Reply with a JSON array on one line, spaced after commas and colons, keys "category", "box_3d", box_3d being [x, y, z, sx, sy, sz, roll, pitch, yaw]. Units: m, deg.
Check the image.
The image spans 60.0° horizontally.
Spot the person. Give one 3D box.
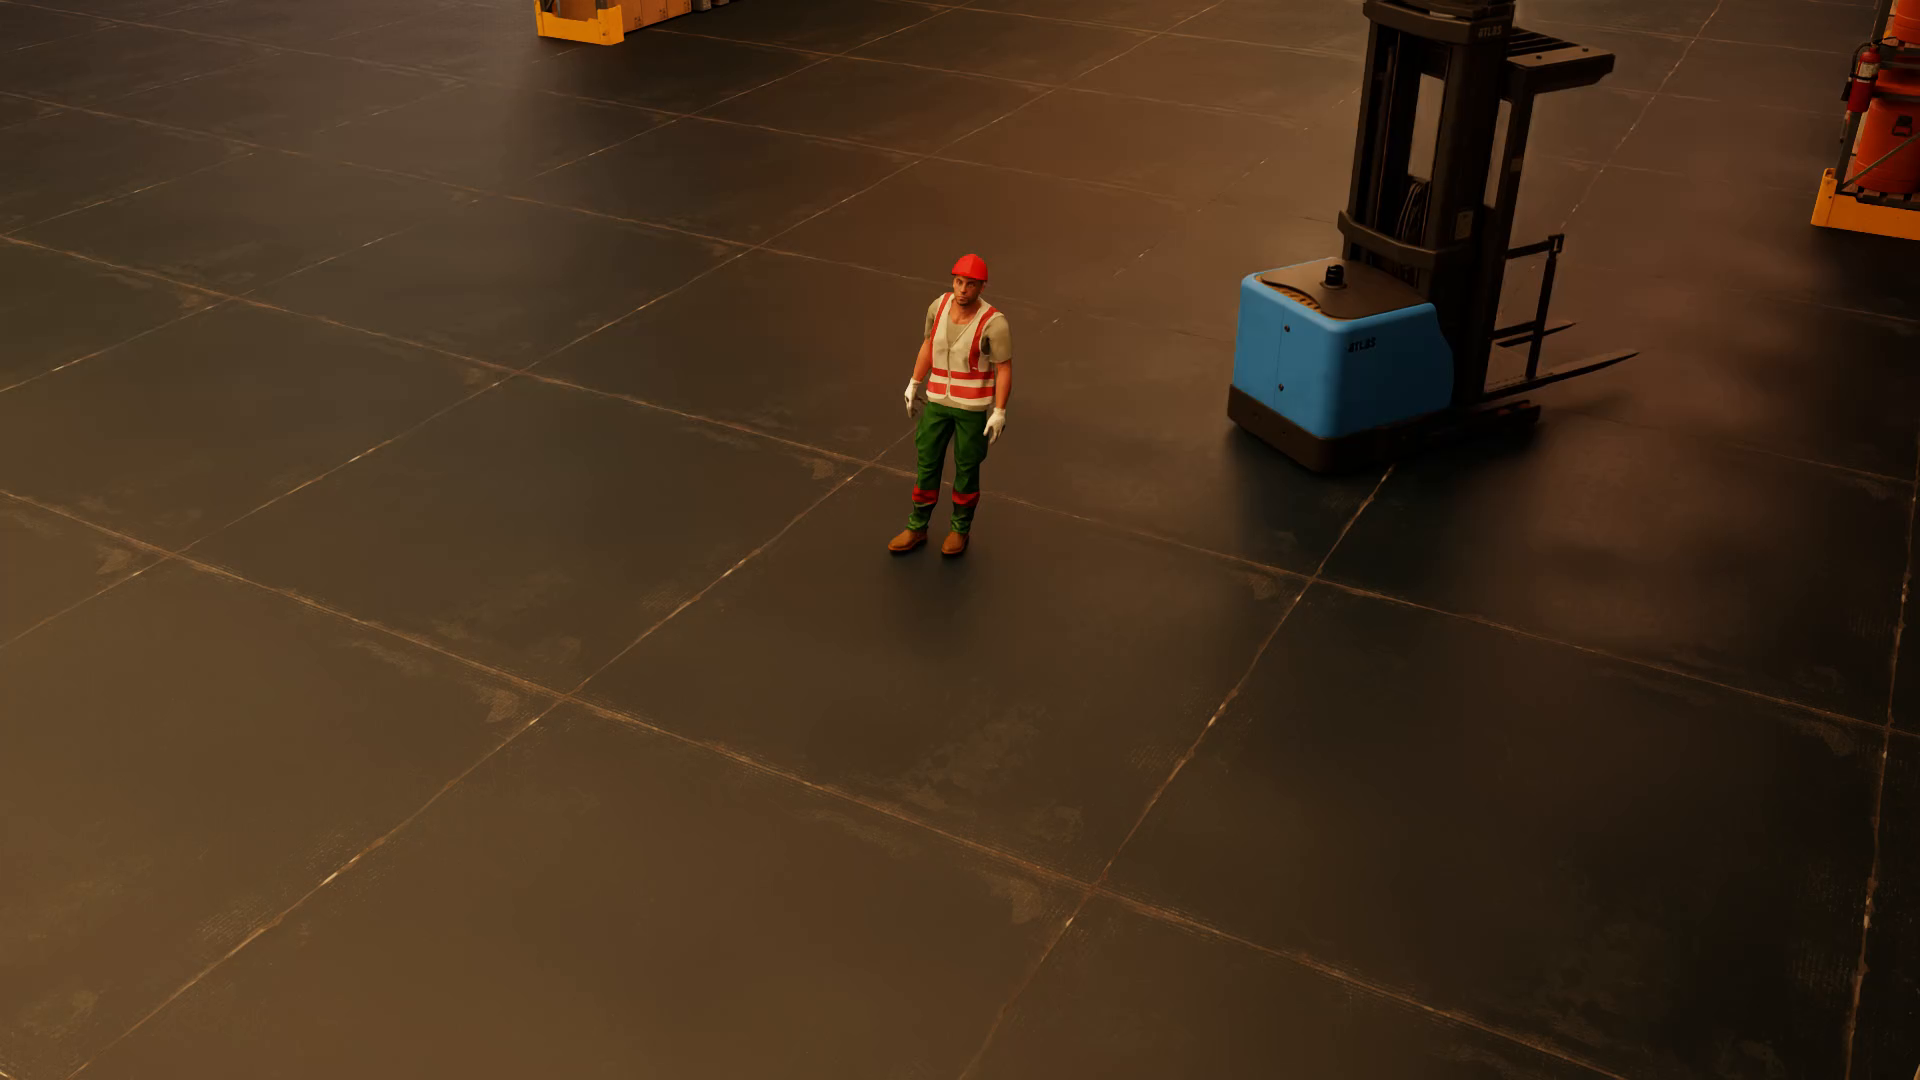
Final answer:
[{"category": "person", "box_3d": [-0.050, -0.749, 9.497, 0.637, 1.787, 0.564, 15, 33, 25]}]

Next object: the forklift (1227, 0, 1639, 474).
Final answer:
[{"category": "forklift", "box_3d": [3.364, -2.206, 10.893, 3.031, 2.935, 1.130, -15, 33, -24]}]
